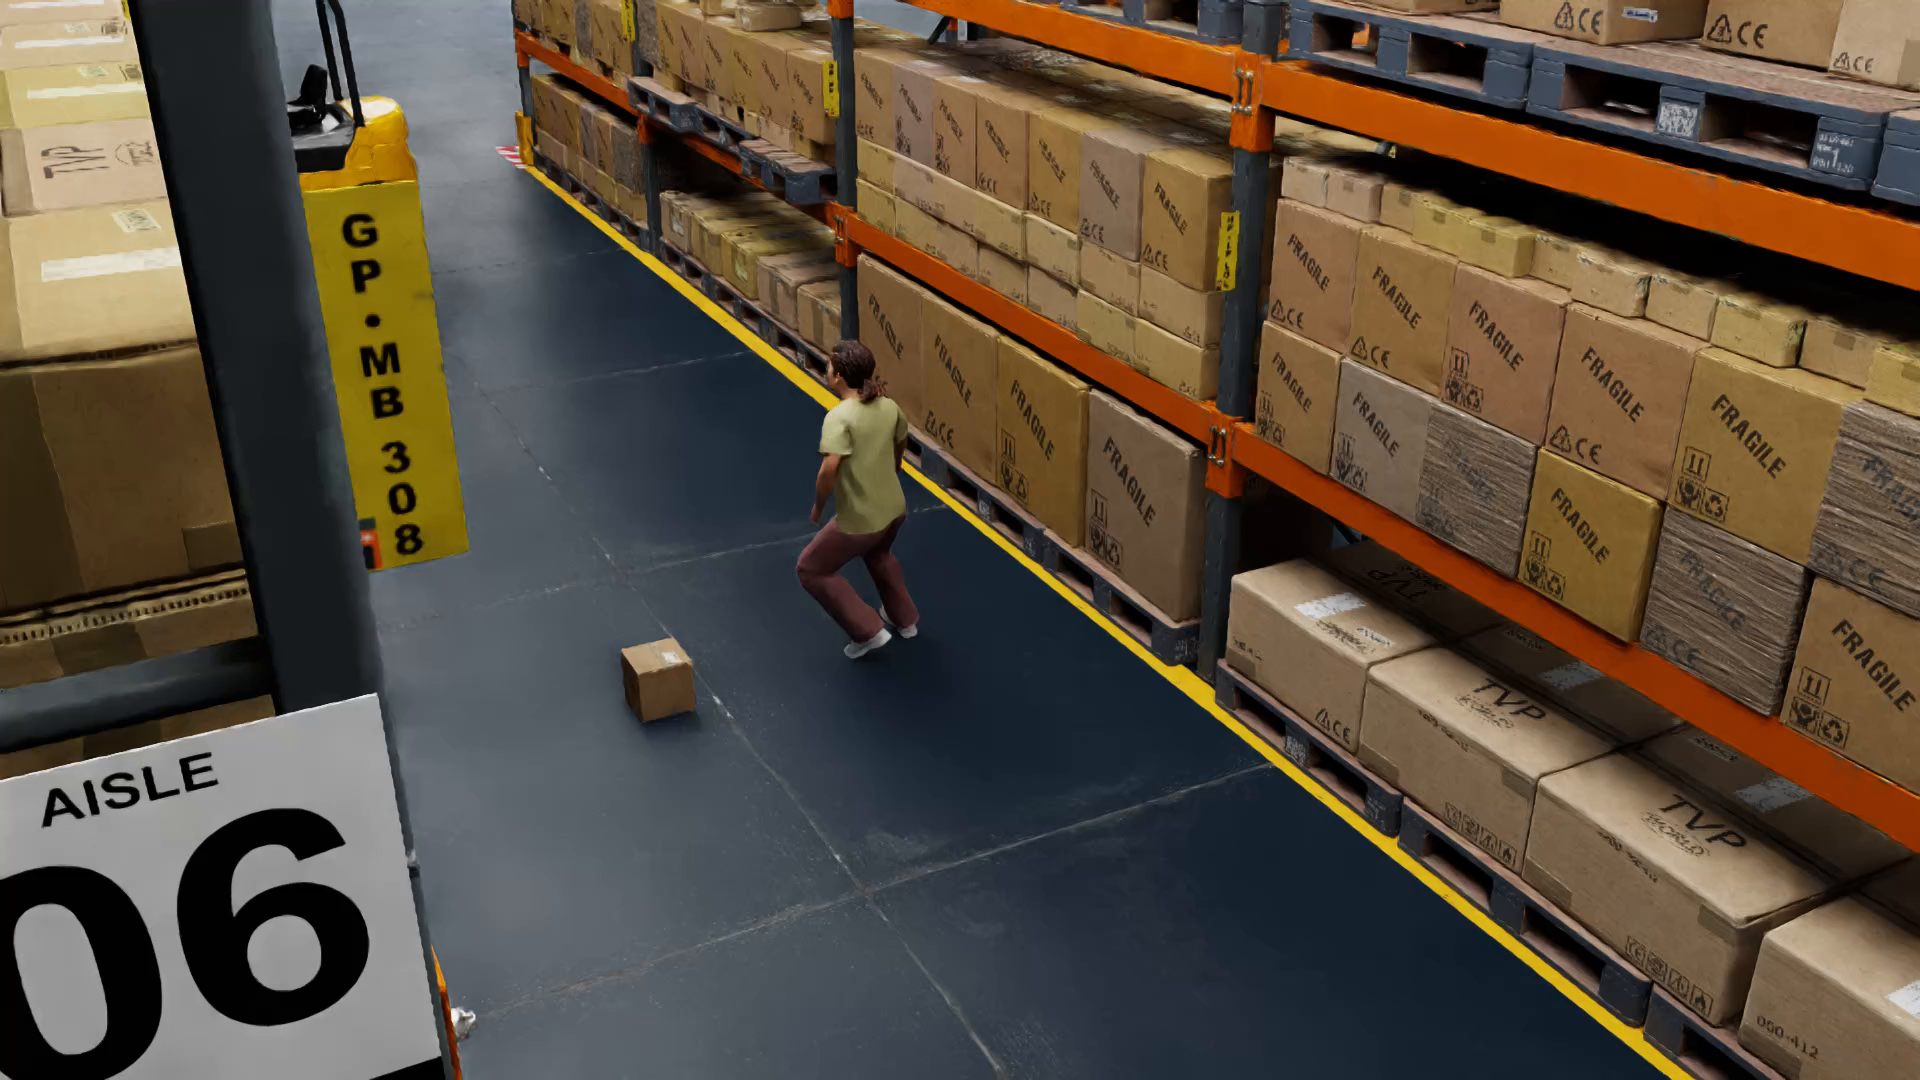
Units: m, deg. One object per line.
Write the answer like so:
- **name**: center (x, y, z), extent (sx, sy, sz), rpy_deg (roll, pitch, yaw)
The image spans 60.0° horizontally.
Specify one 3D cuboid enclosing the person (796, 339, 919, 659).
- **person**: center (-0.438, -0.165, 7.600), extent (0.468, 1.590, 0.836), rpy_deg (15, 30, 29)
